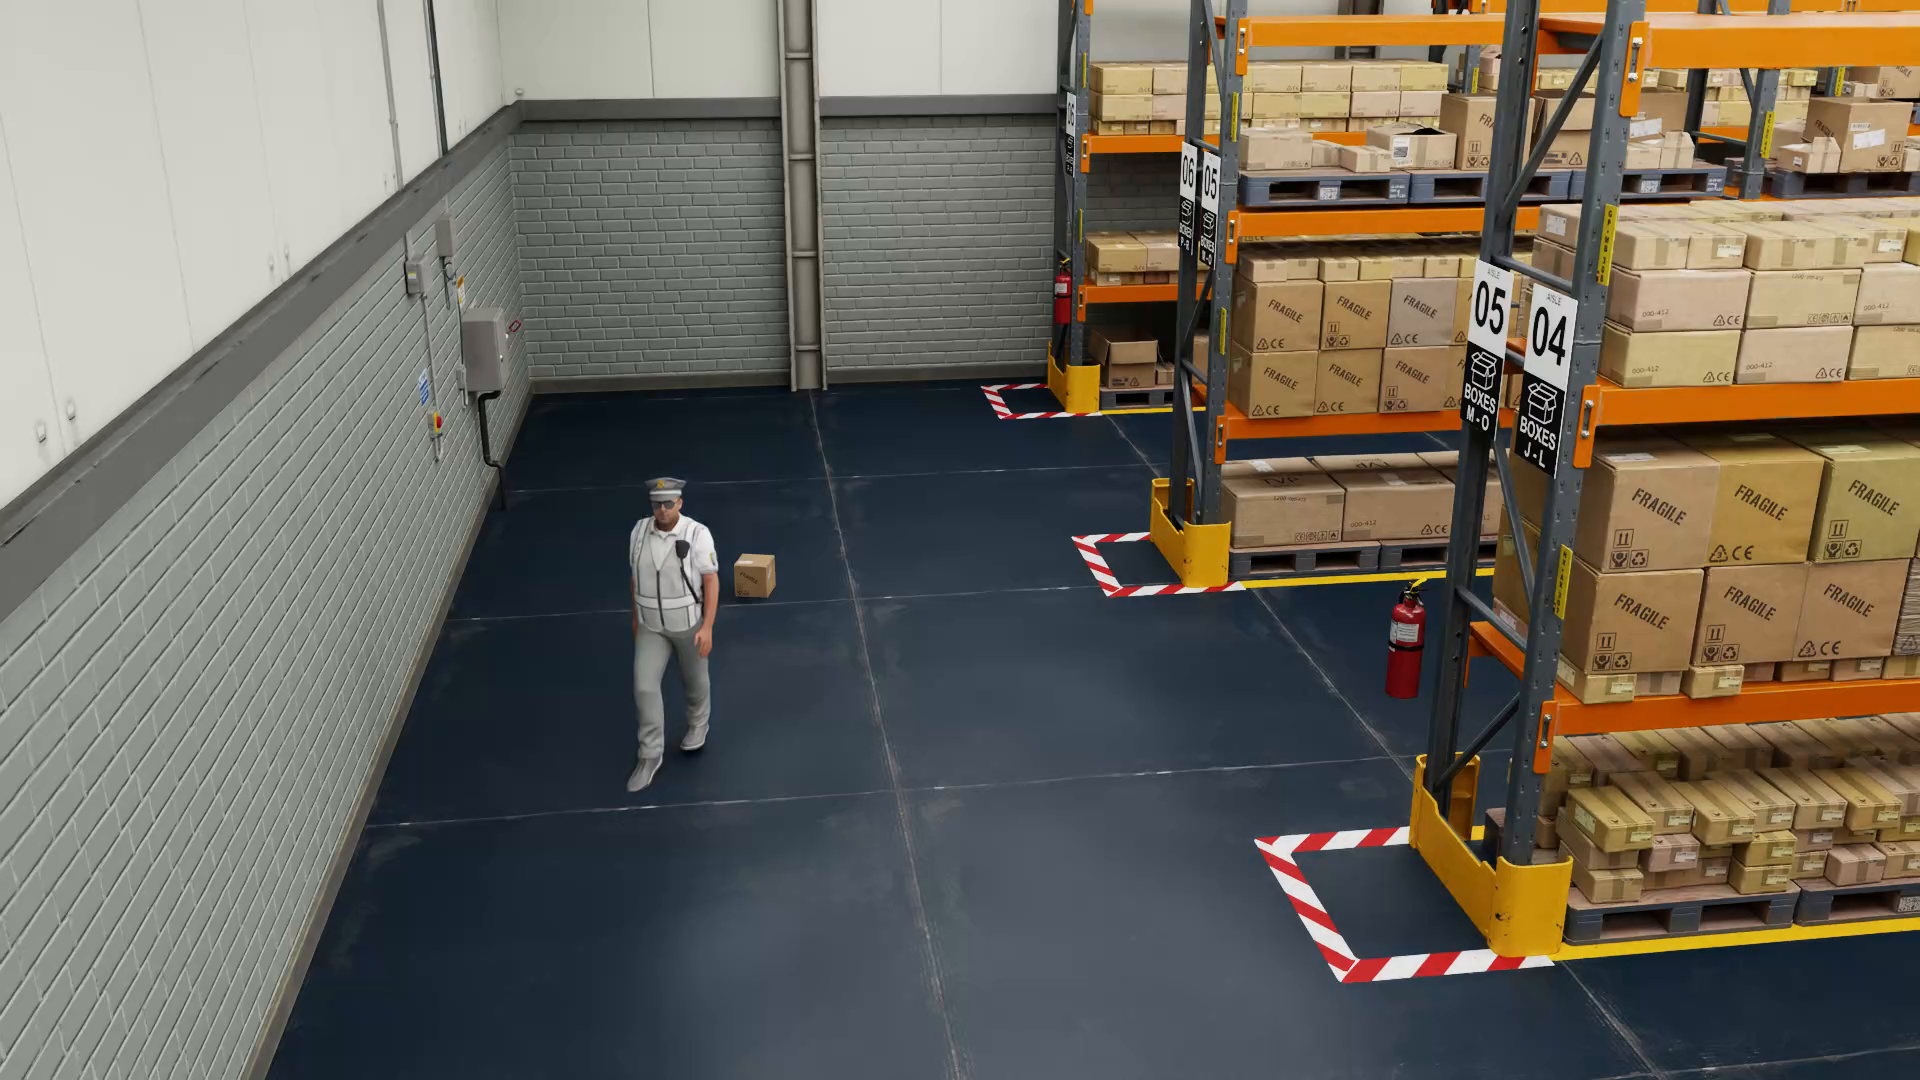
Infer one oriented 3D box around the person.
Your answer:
[{"bbox_3d":[-1.681,0.512,9.649,0.578,1.812,0.786,2,20,6],"label":"person"}]
